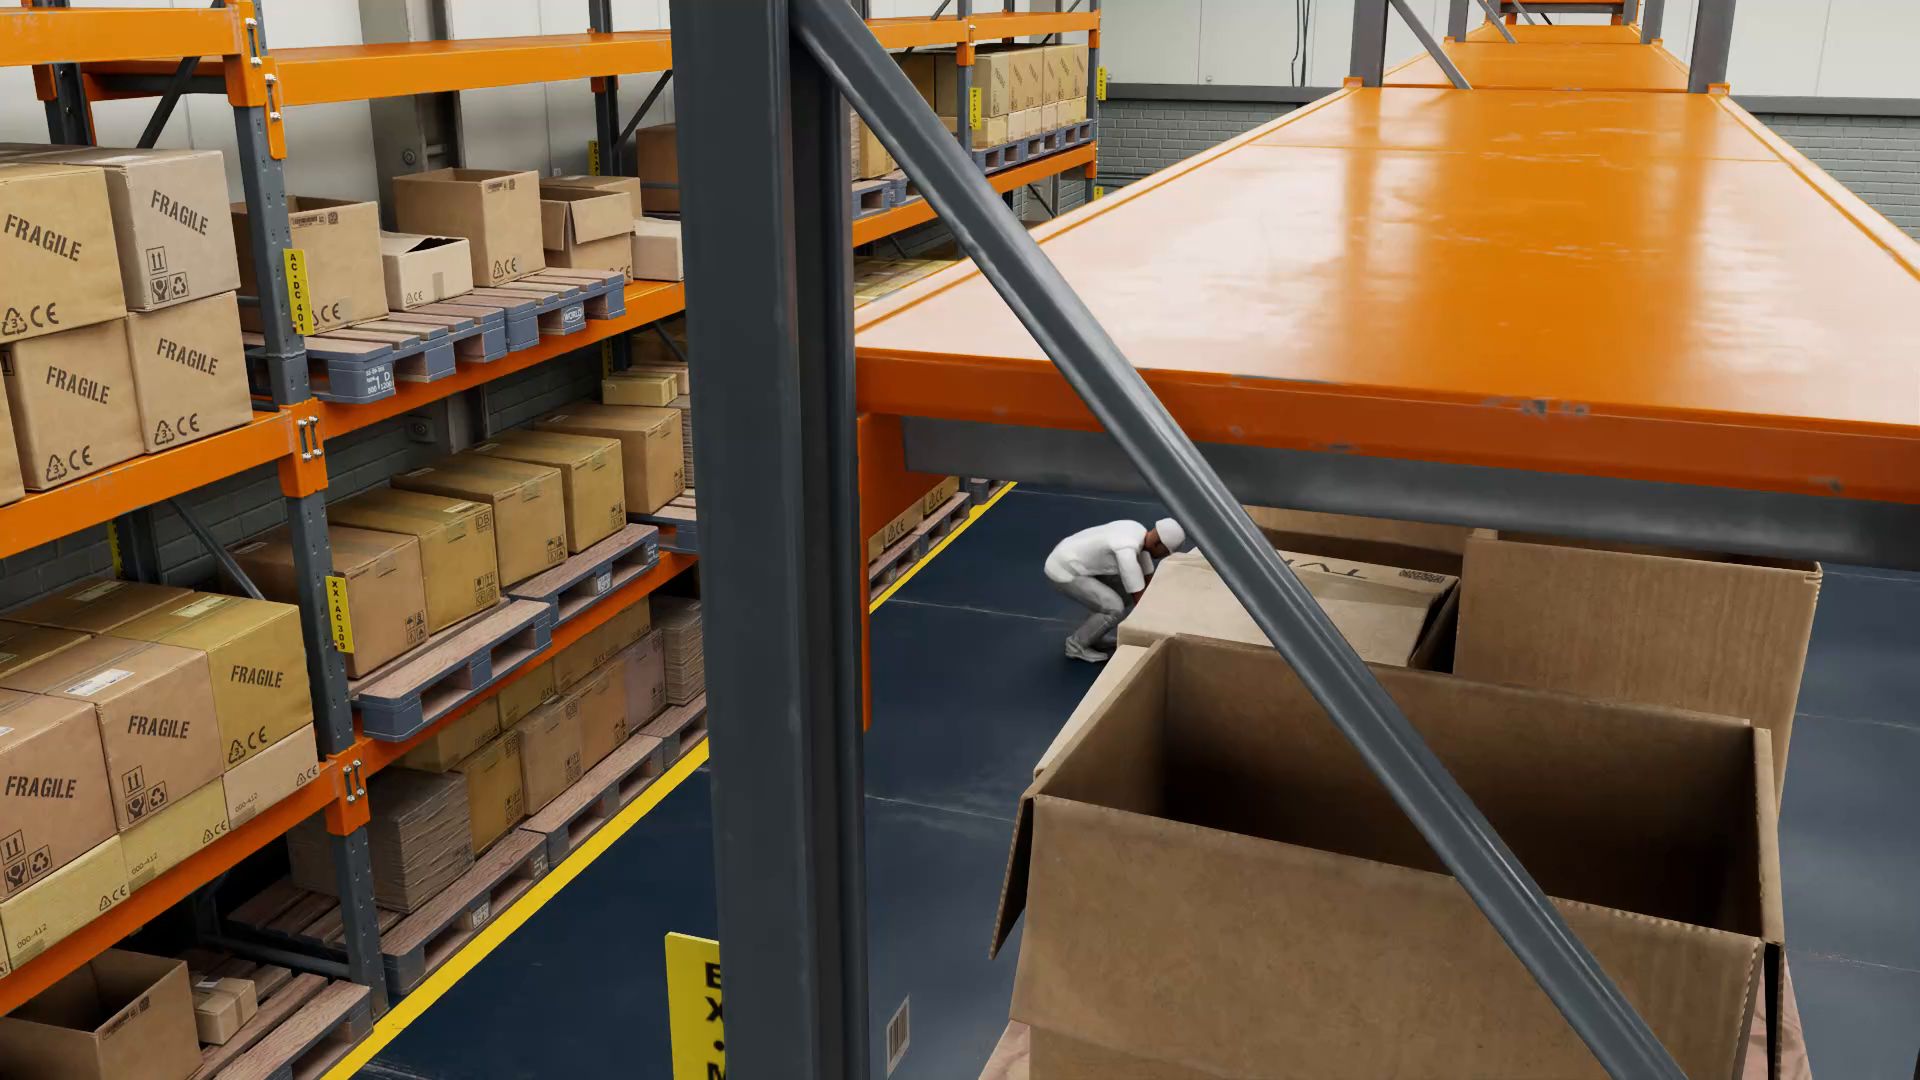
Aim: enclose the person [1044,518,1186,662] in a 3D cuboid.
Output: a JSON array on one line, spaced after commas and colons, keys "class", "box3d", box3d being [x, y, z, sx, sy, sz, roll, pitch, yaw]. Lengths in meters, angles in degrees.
[{"class": "person", "box3d": [1.050, 0.307, 11.308, 0.934, 1.008, 0.531, 6, 19, 16]}]
